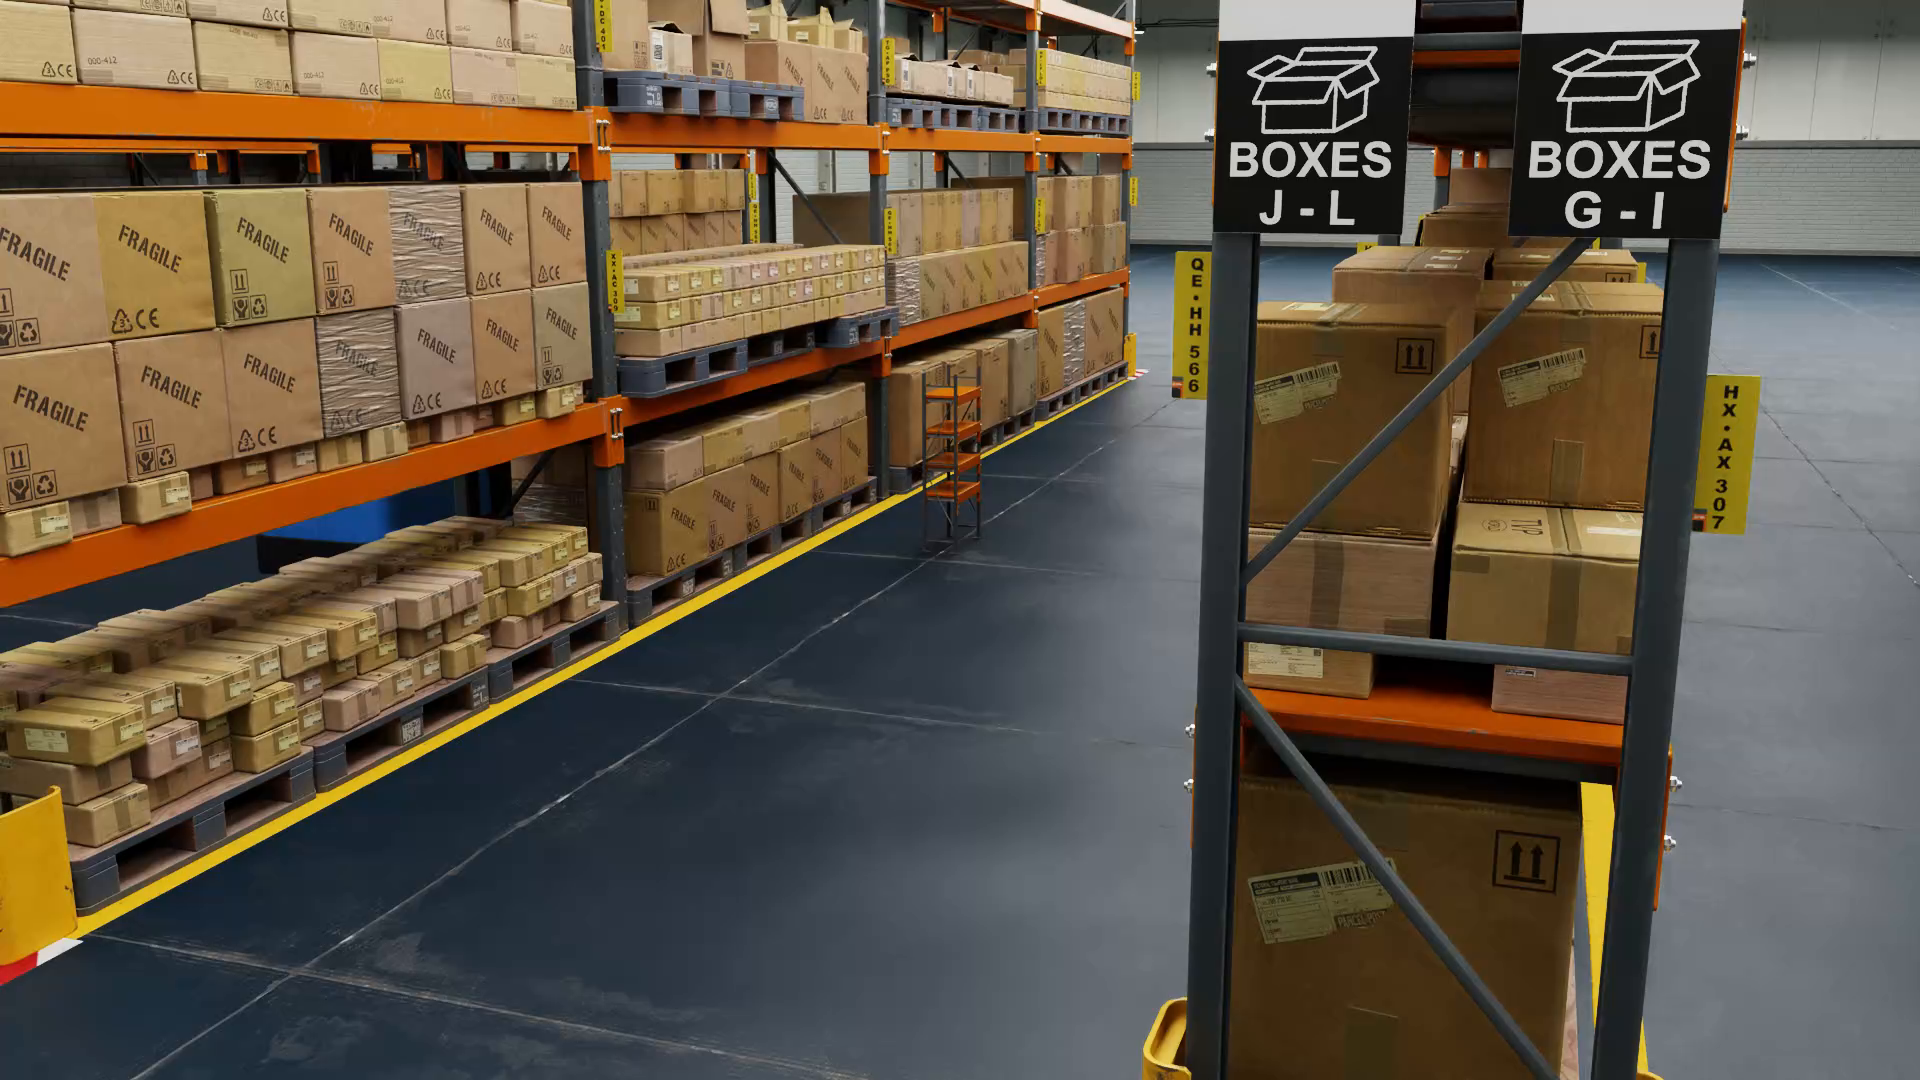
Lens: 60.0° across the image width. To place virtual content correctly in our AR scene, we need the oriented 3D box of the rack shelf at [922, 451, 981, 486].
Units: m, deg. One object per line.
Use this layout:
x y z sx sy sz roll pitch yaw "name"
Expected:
-0.054 -0.485 11.217 0.258 0.148 0.480 4 14 18 "rack shelf"

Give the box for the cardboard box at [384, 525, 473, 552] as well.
-2.786 0.033 8.730 0.380 0.149 0.250 5 14 21 "cardboard box"

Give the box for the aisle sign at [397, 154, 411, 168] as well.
-7.566 -5.452 22.793 0.394 0.787 0.004 4 14 18 "aisle sign"

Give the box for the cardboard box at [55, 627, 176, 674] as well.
-3.453 0.471 6.808 0.380 0.149 0.250 4 13 16 "cardboard box"

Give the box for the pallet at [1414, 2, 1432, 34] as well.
1.656 -1.587 5.159 1.003 0.211 1.213 4 14 18 "pallet"

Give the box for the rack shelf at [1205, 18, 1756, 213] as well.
1.680 -1.286 5.257 1.077 0.370 4.000 4 14 18 "rack shelf"

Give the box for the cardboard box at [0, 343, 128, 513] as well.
-3.221 -0.400 5.606 0.500 0.500 0.500 5 14 21 "cardboard box"

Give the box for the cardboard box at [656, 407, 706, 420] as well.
-1.995 -0.720 10.890 0.500 0.250 0.500 4 13 16 "cardboard box"

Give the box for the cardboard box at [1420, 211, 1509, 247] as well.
2.759 -1.412 8.454 0.797 0.503 0.637 5 14 19 "cardboard box"

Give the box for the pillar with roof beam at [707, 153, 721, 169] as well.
-0.987 -9.252 31.800 9.100 9.000 0.400 4 14 18 "pillar with roof beam"

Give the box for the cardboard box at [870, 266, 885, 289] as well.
-0.768 -1.906 12.052 0.380 0.149 0.250 5 14 20 "cardboard box"

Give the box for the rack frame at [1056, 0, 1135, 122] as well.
1.550 -6.425 19.416 1.000 3.000 0.127 4 14 18 "rack frame"

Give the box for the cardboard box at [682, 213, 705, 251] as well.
-3.413 -3.685 19.999 0.500 0.500 0.500 4 14 18 "cardboard box"

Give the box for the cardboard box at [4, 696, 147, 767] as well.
-3.136 0.678 5.904 0.380 0.149 0.250 4 13 16 "cardboard box"

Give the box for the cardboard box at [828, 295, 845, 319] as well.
-1.012 -1.603 11.390 0.380 0.149 0.250 4 14 18 "cardboard box"

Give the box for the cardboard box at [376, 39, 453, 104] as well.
-2.573 -2.029 7.233 0.500 0.250 0.500 4 14 18 "cardboard box"

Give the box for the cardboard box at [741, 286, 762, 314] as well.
-1.437 -1.472 10.147 0.380 0.149 0.250 5 14 21 "cardboard box"

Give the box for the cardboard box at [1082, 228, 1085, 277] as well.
0.883 -3.151 18.217 0.875 0.550 0.500 4 14 18 "cardboard box"

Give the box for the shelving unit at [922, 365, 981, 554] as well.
-0.054 -0.550 11.202 0.258 1.200 0.503 4 14 18 "shelving unit"

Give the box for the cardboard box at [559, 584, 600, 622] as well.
-2.138 0.318 8.815 0.380 0.149 0.250 5 14 19 "cardboard box"

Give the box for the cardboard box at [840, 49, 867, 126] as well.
-0.983 -3.189 11.752 0.500 0.500 0.500 4 14 18 "cardboard box"

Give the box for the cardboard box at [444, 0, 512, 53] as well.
-2.421 -2.383 7.658 0.500 0.250 0.500 4 13 16 "cardboard box"

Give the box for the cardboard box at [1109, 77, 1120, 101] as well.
1.493 -5.060 18.674 0.500 0.250 0.500 4 14 19 "cardboard box"

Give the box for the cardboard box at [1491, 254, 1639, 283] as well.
2.266 -0.812 6.286 0.500 0.500 0.500 4 14 19 "cardboard box"

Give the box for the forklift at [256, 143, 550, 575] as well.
-3.413 -1.441 11.213 1.130 2.935 3.031 4 13 17 "forklift"

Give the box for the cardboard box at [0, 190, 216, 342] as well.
-3.074 -0.995 5.966 0.500 0.500 0.500 5 14 20 "cardboard box"

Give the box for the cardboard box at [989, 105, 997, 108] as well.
0.152 -4.404 16.699 0.380 0.149 0.250 5 14 19 "cardboard box"

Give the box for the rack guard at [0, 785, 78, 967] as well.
-3.603 1.071 5.672 1.175 0.500 0.348 4 14 18 "rack guard"

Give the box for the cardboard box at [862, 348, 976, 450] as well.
-0.477 -1.230 14.248 1.050 0.750 0.750 5 14 19 "cardboard box"

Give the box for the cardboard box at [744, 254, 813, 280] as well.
-1.184 -1.780 10.830 0.380 0.149 0.250 5 14 21 "cardboard box"

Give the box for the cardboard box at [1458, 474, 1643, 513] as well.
1.606 -0.017 4.489 0.500 0.250 0.500 4 14 18 "cardboard box"

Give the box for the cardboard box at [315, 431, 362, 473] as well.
-2.756 -0.386 7.002 0.380 0.149 0.250 5 14 20 "cardboard box"

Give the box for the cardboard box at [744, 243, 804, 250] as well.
-1.373 -2.104 12.249 0.380 0.149 0.250 4 14 18 "cardboard box"

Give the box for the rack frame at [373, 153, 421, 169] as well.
-7.865 -4.192 23.114 1.000 3.000 0.127 4 14 18 "rack frame"

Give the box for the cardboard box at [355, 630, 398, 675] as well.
-2.750 0.480 7.438 0.380 0.149 0.250 5 14 21 "cardboard box"

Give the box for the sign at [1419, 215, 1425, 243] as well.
3.105 -2.001 11.088 0.100 0.325 0.005 4 14 18 "sign"

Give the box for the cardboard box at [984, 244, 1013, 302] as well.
0.176 -2.471 15.350 0.500 0.500 0.500 4 14 18 "cardboard box"

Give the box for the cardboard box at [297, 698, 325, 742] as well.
-2.895 0.746 6.941 0.380 0.149 0.250 4 14 19 "cardboard box"

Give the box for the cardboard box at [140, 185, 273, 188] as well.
-3.223 -1.255 7.108 0.500 0.500 0.500 4 13 16 "cardboard box"

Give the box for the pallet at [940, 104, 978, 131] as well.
-0.522 -3.561 14.034 1.003 0.211 1.213 5 14 21 "pallet"

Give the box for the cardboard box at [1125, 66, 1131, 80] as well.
1.762 -5.387 19.213 0.380 0.149 0.250 4 14 19 "cardboard box"

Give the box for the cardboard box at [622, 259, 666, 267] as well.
-2.049 -1.662 10.314 0.380 0.149 0.250 4 13 17 "cardboard box"

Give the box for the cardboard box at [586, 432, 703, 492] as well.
-1.844 -0.462 9.760 0.500 0.250 0.500 4 13 16 "cardboard box"

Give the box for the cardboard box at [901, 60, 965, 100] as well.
-0.268 -3.839 13.856 0.500 0.311 0.500 4 13 17 "cardboard box"

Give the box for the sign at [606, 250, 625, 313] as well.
-1.817 -1.358 8.753 0.100 0.325 0.005 4 14 18 "sign"

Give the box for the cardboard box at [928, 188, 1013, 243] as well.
0.100 -3.089 15.811 0.700 0.500 0.500 4 13 17 "cardboard box"

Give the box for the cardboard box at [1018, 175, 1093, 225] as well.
0.992 -3.794 18.606 0.875 0.550 0.550 4 14 18 "cardboard box"

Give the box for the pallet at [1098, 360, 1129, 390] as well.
1.365 -1.967 19.631 1.003 0.211 1.213 4 14 18 "pallet"

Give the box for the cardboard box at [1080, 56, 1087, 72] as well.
1.105 -4.961 17.344 0.380 0.149 0.250 4 14 18 "cardboard box"

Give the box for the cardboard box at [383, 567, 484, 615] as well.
-2.479 0.237 7.834 0.380 0.149 0.250 4 13 16 "cardboard box"

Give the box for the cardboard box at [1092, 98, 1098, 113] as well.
1.269 -4.678 17.899 0.380 0.149 0.250 5 14 19 "cardboard box"

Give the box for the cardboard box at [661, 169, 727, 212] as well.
-3.296 -4.287 20.391 0.700 0.500 0.500 4 14 19 "cardboard box"

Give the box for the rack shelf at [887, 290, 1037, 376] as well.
-0.392 -1.886 14.628 1.077 0.370 4.000 4 14 18 "rack shelf"

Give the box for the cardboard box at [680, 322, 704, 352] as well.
-1.686 -1.165 9.471 0.380 0.149 0.250 5 14 19 "cardboard box"
